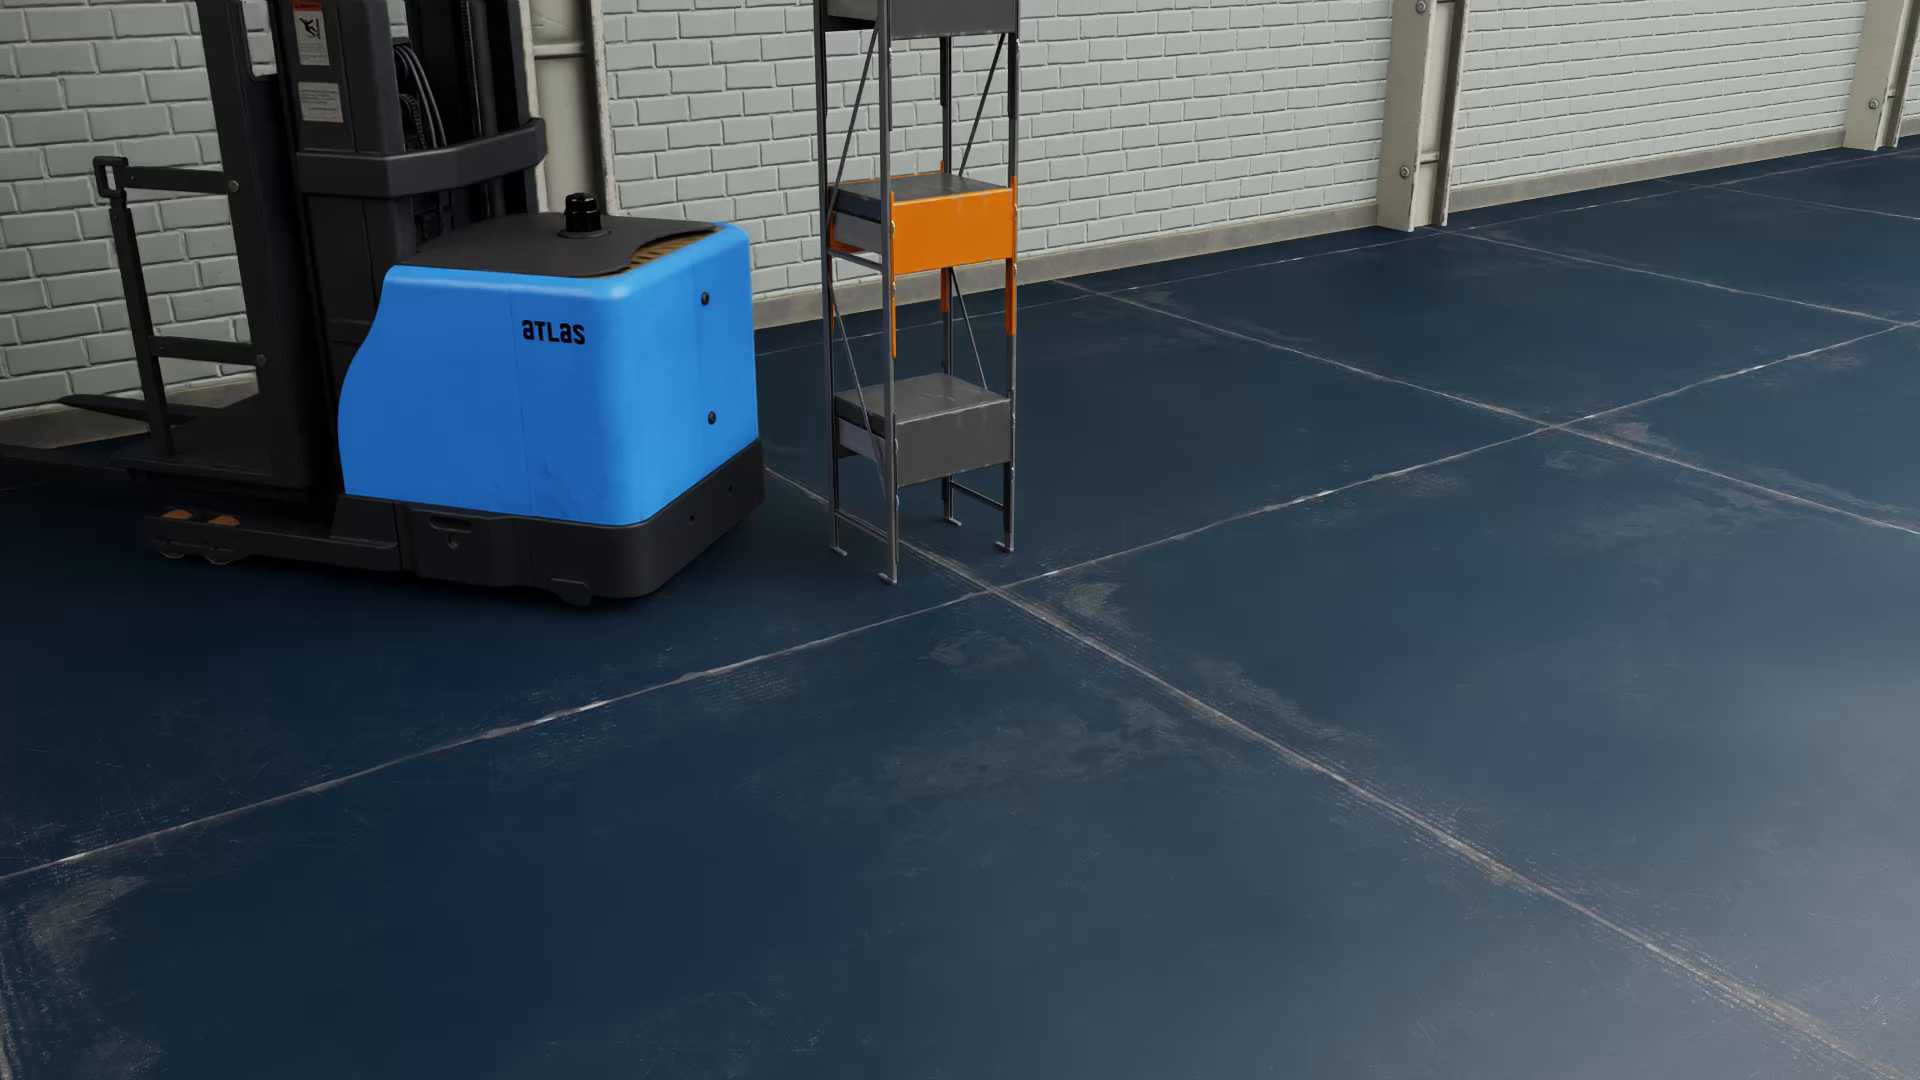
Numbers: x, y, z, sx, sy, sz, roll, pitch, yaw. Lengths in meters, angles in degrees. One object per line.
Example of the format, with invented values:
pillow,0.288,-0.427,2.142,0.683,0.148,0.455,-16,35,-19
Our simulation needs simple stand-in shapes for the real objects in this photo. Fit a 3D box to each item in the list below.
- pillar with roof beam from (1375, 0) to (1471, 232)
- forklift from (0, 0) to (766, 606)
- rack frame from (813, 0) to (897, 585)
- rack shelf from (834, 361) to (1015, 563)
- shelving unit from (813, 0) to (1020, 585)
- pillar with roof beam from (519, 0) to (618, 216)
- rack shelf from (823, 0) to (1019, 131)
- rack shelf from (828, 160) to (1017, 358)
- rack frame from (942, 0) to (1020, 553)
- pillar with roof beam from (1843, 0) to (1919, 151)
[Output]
pillar with roof beam,5.554,-5.014,6.320,0.400,9.000,9.100,-15,26,-33
forklift,-2.286,-1.453,5.583,3.031,2.935,1.130,7,23,16
rack frame,-0.332,-0.887,5.285,0.015,2.100,0.400,-15,26,-33
rack shelf,-0.134,-0.277,5.682,0.480,0.518,0.431,-15,26,-33
shelving unit,-0.134,-0.939,5.417,0.503,2.100,0.431,-15,26,-33
pillar with roof beam,0.683,-3.716,3.066,0.400,9.000,9.100,-15,26,-33
rack shelf,-0.134,-1.577,5.163,0.480,0.518,0.431,-15,26,-33
rack shelf,-0.134,-0.927,5.422,0.480,0.518,0.431,-15,26,-33
rack frame,0.064,-0.992,5.550,0.015,2.100,0.400,-15,26,-33
pillar with roof beam,10.424,-6.313,9.575,0.400,9.000,9.100,-15,26,-33
